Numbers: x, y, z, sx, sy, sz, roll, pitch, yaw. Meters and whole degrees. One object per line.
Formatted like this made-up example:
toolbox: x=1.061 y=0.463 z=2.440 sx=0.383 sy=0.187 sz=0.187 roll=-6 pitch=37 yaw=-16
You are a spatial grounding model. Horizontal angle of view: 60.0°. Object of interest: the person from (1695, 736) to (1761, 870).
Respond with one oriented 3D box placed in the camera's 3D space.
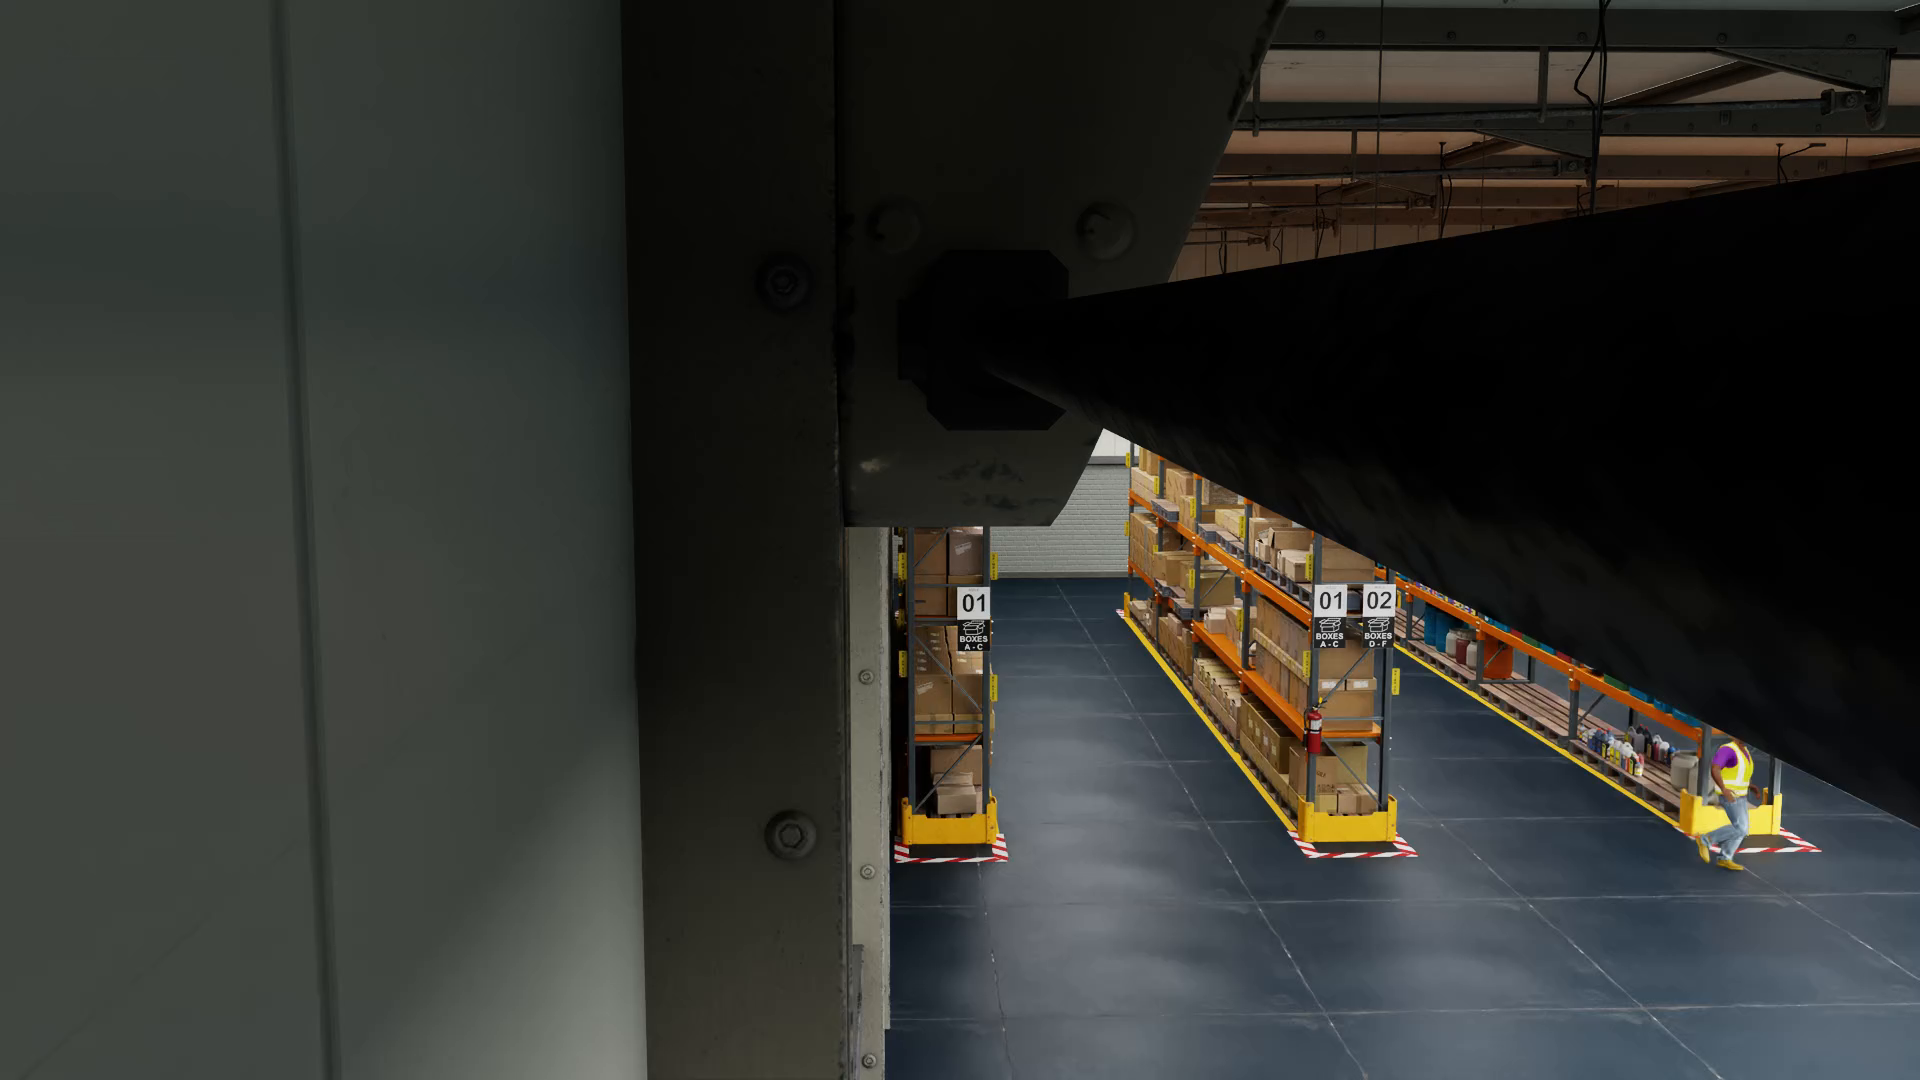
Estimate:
person: x=9.097 y=2.983 z=19.620 sx=0.584 sy=1.709 sz=0.744 roll=6 pitch=10 yaw=40
